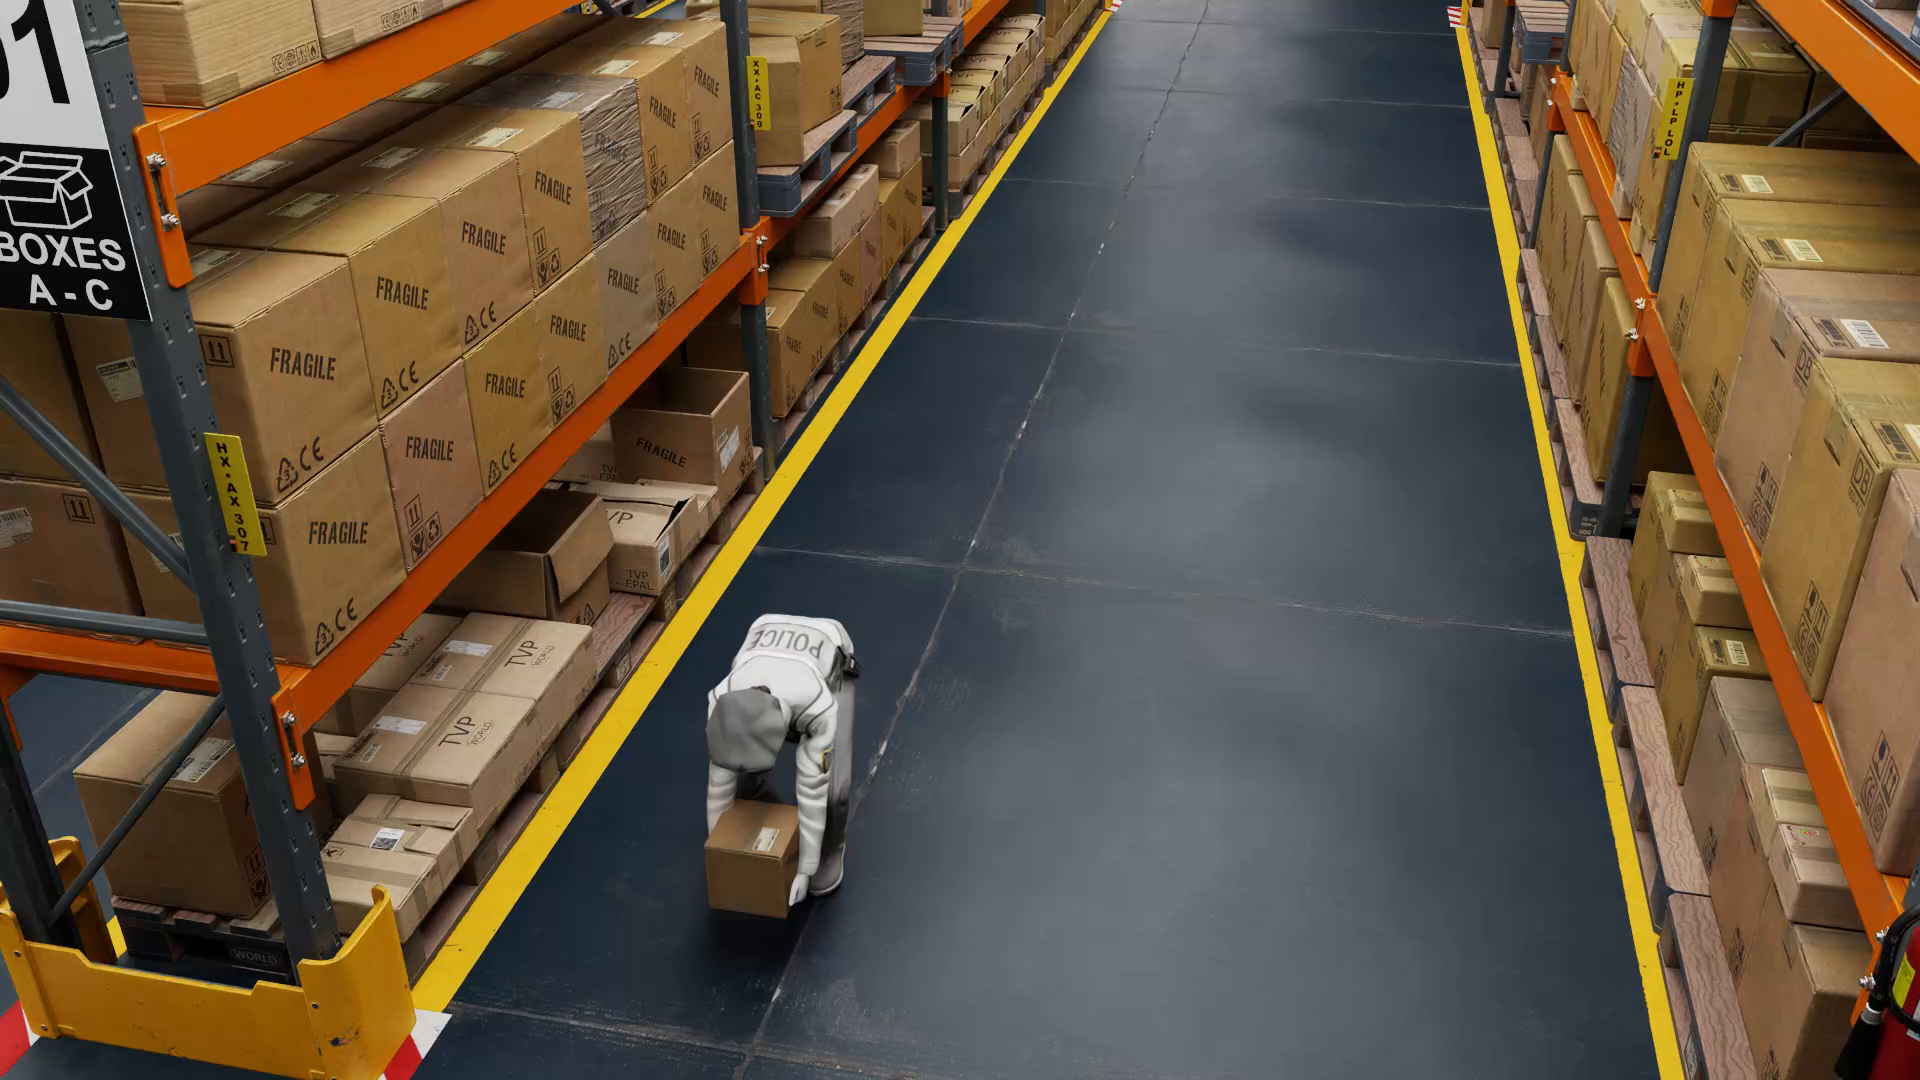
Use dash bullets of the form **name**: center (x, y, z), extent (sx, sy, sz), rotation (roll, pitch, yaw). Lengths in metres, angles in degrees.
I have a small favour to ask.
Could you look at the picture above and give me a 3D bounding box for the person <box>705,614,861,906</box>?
- **person**: center (-0.585, 0.749, 5.426), extent (0.447, 1.033, 0.921), rotation (5, 29, 9)
